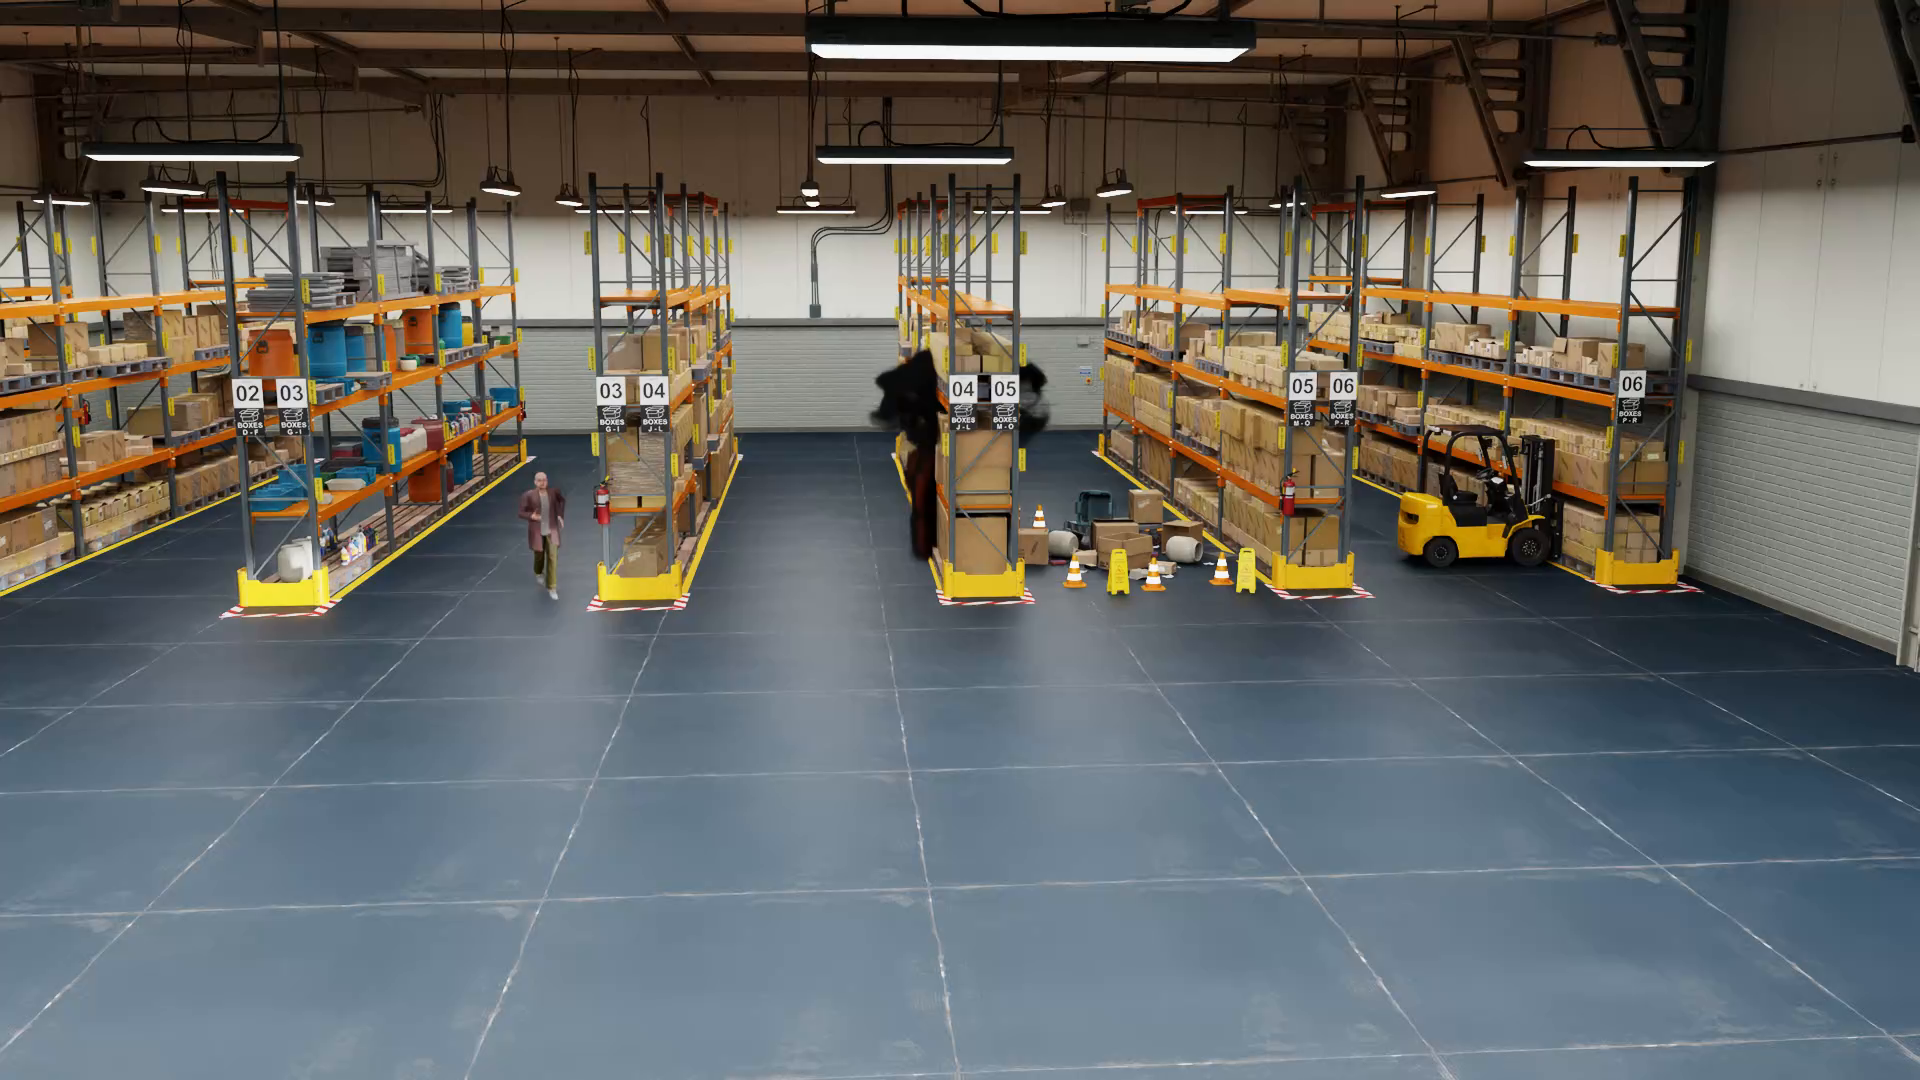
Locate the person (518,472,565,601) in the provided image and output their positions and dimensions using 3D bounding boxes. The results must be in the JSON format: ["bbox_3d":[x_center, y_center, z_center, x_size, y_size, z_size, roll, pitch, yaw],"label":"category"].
[{"bbox_3d":[-6.042,-0.088,24.110,0.710,1.814,1.046,-4,11,-21],"label":"person"}]

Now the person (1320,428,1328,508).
[{"bbox_3d":[6.787,-1.408,31.920,0.551,1.643,0.663,-2,10,-10],"label":"person"}]
